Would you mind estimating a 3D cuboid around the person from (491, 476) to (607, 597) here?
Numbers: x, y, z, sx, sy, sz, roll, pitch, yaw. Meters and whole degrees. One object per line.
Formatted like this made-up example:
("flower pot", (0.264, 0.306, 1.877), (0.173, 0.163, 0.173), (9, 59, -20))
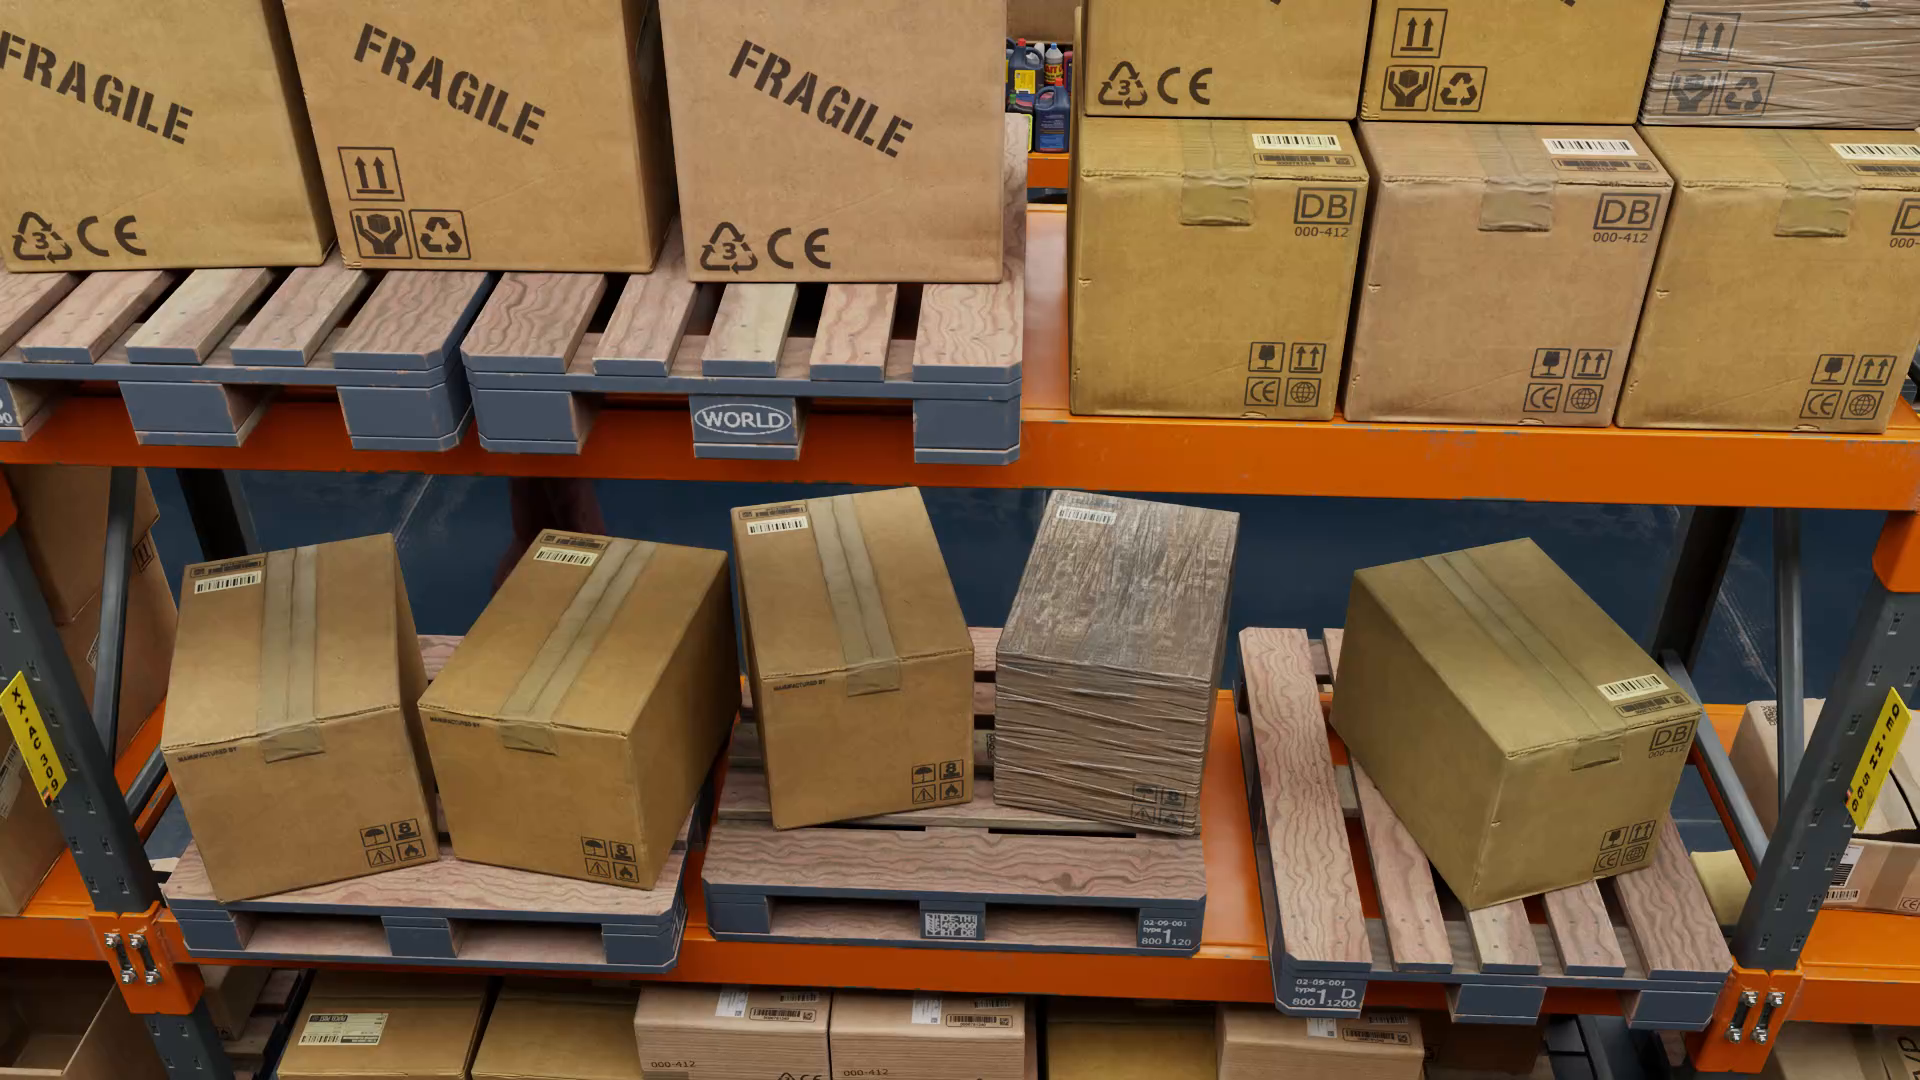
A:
("person", (-1.449, -0.013, 6.167), (1.012, 1.741, 0.605), (-1, 35, -1))
